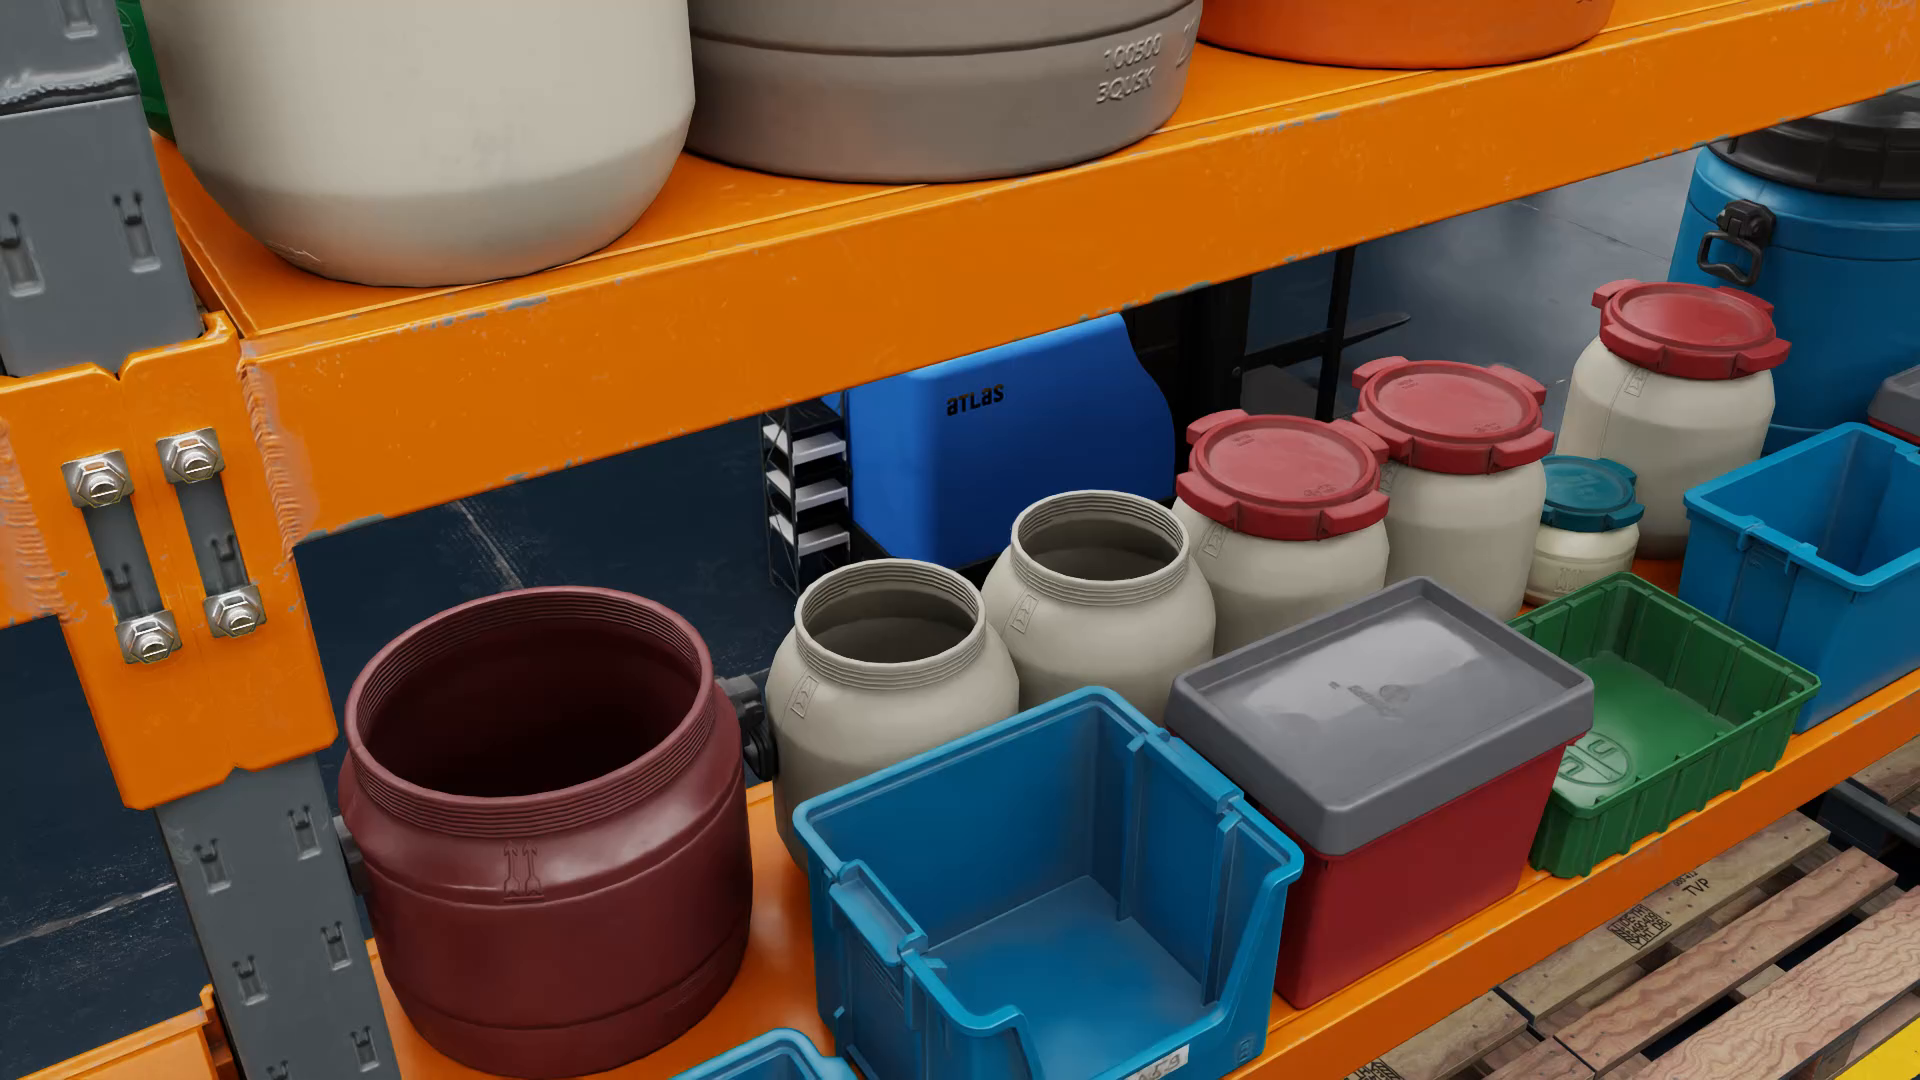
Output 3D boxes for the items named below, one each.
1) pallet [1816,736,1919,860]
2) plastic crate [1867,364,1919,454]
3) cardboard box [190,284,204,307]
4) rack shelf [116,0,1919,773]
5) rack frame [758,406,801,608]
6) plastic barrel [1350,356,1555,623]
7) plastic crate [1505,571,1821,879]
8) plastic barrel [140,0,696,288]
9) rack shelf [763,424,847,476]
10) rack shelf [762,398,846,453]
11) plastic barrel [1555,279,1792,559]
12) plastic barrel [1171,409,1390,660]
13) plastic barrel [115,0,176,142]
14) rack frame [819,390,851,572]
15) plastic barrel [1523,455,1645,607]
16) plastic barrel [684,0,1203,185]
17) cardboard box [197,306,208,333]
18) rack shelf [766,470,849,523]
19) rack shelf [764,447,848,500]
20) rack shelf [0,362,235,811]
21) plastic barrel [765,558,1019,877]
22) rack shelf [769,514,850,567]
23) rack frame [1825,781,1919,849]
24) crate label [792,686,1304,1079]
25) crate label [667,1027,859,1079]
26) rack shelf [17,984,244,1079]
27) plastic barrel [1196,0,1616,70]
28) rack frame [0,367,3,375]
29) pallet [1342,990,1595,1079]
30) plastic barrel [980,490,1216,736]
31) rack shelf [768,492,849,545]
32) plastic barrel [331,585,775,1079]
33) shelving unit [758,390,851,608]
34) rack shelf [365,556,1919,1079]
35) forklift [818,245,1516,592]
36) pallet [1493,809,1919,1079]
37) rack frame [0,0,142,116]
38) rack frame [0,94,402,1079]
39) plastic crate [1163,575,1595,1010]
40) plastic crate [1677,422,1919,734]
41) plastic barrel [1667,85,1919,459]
[{"bbox_3d":[3.088,0.618,5.073,1.213,0.211,1.003,-19,37,-27],"label":"pallet"},{"bbox_3d":[2.260,-0.136,3.594,0.583,0.464,0.402,-19,37,-27],"label":"plastic crate"},{"bbox_3d":[-2.998,-1.104,6.417,0.500,0.250,0.500,-17,36,-25],"label":"cardboard box"},{"bbox_3d":[0.820,-0.772,2.526,4.000,0.370,1.077,-19,37,-27],"label":"rack shelf"},{"bbox_3d":[-0.621,-0.175,5.684,0.006,0.900,0.240,-18,37,-26],"label":"rack frame"},{"bbox_3d":[0.962,-0.053,3.396,0.433,0.535,0.433,0,32,0],"label":"plastic barrel"},{"bbox_3d":[1.190,0.333,3.109,0.662,0.188,0.450,-19,37,-27],"label":"plastic crate"},{"bbox_3d":[-0.434,-0.498,1.312,0.421,0.512,0.421,0,32,0],"label":"plastic barrel"},{"bbox_3d":[-0.534,-0.328,5.651,0.200,0.077,0.258,-18,37,-26],"label":"rack shelf"},{"bbox_3d":[-0.534,-0.404,5.603,0.200,0.077,0.258,-18,37,-26],"label":"rack shelf"},{"bbox_3d":[1.578,-0.265,3.732,0.433,0.535,0.433,0,32,0],"label":"plastic barrel"},{"bbox_3d":[0.598,0.072,3.197,0.433,0.535,0.433,0,32,0],"label":"plastic barrel"},{"bbox_3d":[-0.681,-0.527,1.608,0.294,0.245,0.294,0,32,0],"label":"plastic barrel"},{"bbox_3d":[-0.448,-0.232,5.775,0.006,0.900,0.240,-18,37,-26],"label":"rack frame"},{"bbox_3d":[1.306,-0.014,3.590,0.301,0.262,0.301,0,32,0],"label":"plastic barrel"},{"bbox_3d":[-0.053,-0.851,1.506,0.600,0.901,0.600,0,32,0],"label":"plastic barrel"},{"bbox_3d":[-2.992,-0.782,6.609,0.500,0.500,0.700,-21,38,-30],"label":"cardboard box"},{"bbox_3d":[-0.534,-0.175,5.747,0.200,0.077,0.258,-18,37,-26],"label":"rack shelf"},{"bbox_3d":[-0.534,-0.252,5.699,0.200,0.077,0.258,-18,37,-26],"label":"rack shelf"},{"bbox_3d":[-2.542,0.384,0.693,4.000,0.370,1.077,-19,37,-27],"label":"rack shelf"},{"bbox_3d":[-0.112,0.330,2.811,0.421,0.512,0.421,0,32,0],"label":"plastic barrel"},{"bbox_3d":[-0.534,-0.023,5.843,0.200,0.077,0.258,-18,37,-26],"label":"rack shelf"},{"bbox_3d":[2.501,-0.386,4.051,0.127,3.000,1.000,-19,37,-27],"label":"rack frame"},{"bbox_3d":[0.121,0.589,2.471,0.616,0.435,0.502,-19,37,-27],"label":"crate label"},{"bbox_3d":[-0.304,0.887,2.189,0.416,0.233,0.303,-19,37,-27],"label":"crate label"},{"bbox_3d":[-2.542,1.653,1.493,4.000,0.370,1.077,-19,37,-27],"label":"rack shelf"},{"bbox_3d":[0.497,-1.009,1.825,0.708,0.830,0.600,-19,37,-27],"label":"plastic barrel"},{"bbox_3d":[-3.544,-1.451,5.739,0.127,3.000,1.000,-19,37,-27],"label":"rack frame"},{"bbox_3d":[0.836,1.392,3.845,1.213,0.211,1.003,-19,37,-27],"label":"pallet"},{"bbox_3d":[0.242,0.208,3.004,0.421,0.512,0.421,0,32,0],"label":"plastic barrel"},{"bbox_3d":[-0.534,-0.099,5.795,0.200,0.077,0.258,-18,37,-26],"label":"rack shelf"},{"bbox_3d":[-0.635,0.443,2.609,0.708,0.536,0.600,-19,37,-27],"label":"plastic barrel"},{"bbox_3d":[-0.534,-0.204,5.729,0.210,0.900,0.258,-18,37,-26],"label":"shelving unit"},{"bbox_3d":[0.820,0.496,3.326,4.000,0.370,1.077,-19,37,-27],"label":"rack shelf"},{"bbox_3d":[0.872,-1.496,5.874,3.031,2.935,1.130,-18,37,-26],"label":"forklift"},{"bbox_3d":[1.862,1.038,4.407,1.213,0.211,1.003,-19,37,-27],"label":"pallet"},{"bbox_3d":[-0.861,-1.767,0.617,0.127,3.000,1.000,-19,37,-27],"label":"rack frame"},{"bbox_3d":[-0.861,0.770,2.218,0.127,3.000,1.000,-19,37,-27],"label":"rack frame"},{"bbox_3d":[0.663,0.413,2.724,0.583,0.464,0.402,-19,37,-27],"label":"plastic crate"},{"bbox_3d":[1.742,0.079,3.328,0.575,0.384,0.392,-19,37,-27],"label":"plastic crate"},{"bbox_3d":[2.012,-0.622,3.955,0.708,0.901,0.600,-19,37,-27],"label":"plastic barrel"}]
